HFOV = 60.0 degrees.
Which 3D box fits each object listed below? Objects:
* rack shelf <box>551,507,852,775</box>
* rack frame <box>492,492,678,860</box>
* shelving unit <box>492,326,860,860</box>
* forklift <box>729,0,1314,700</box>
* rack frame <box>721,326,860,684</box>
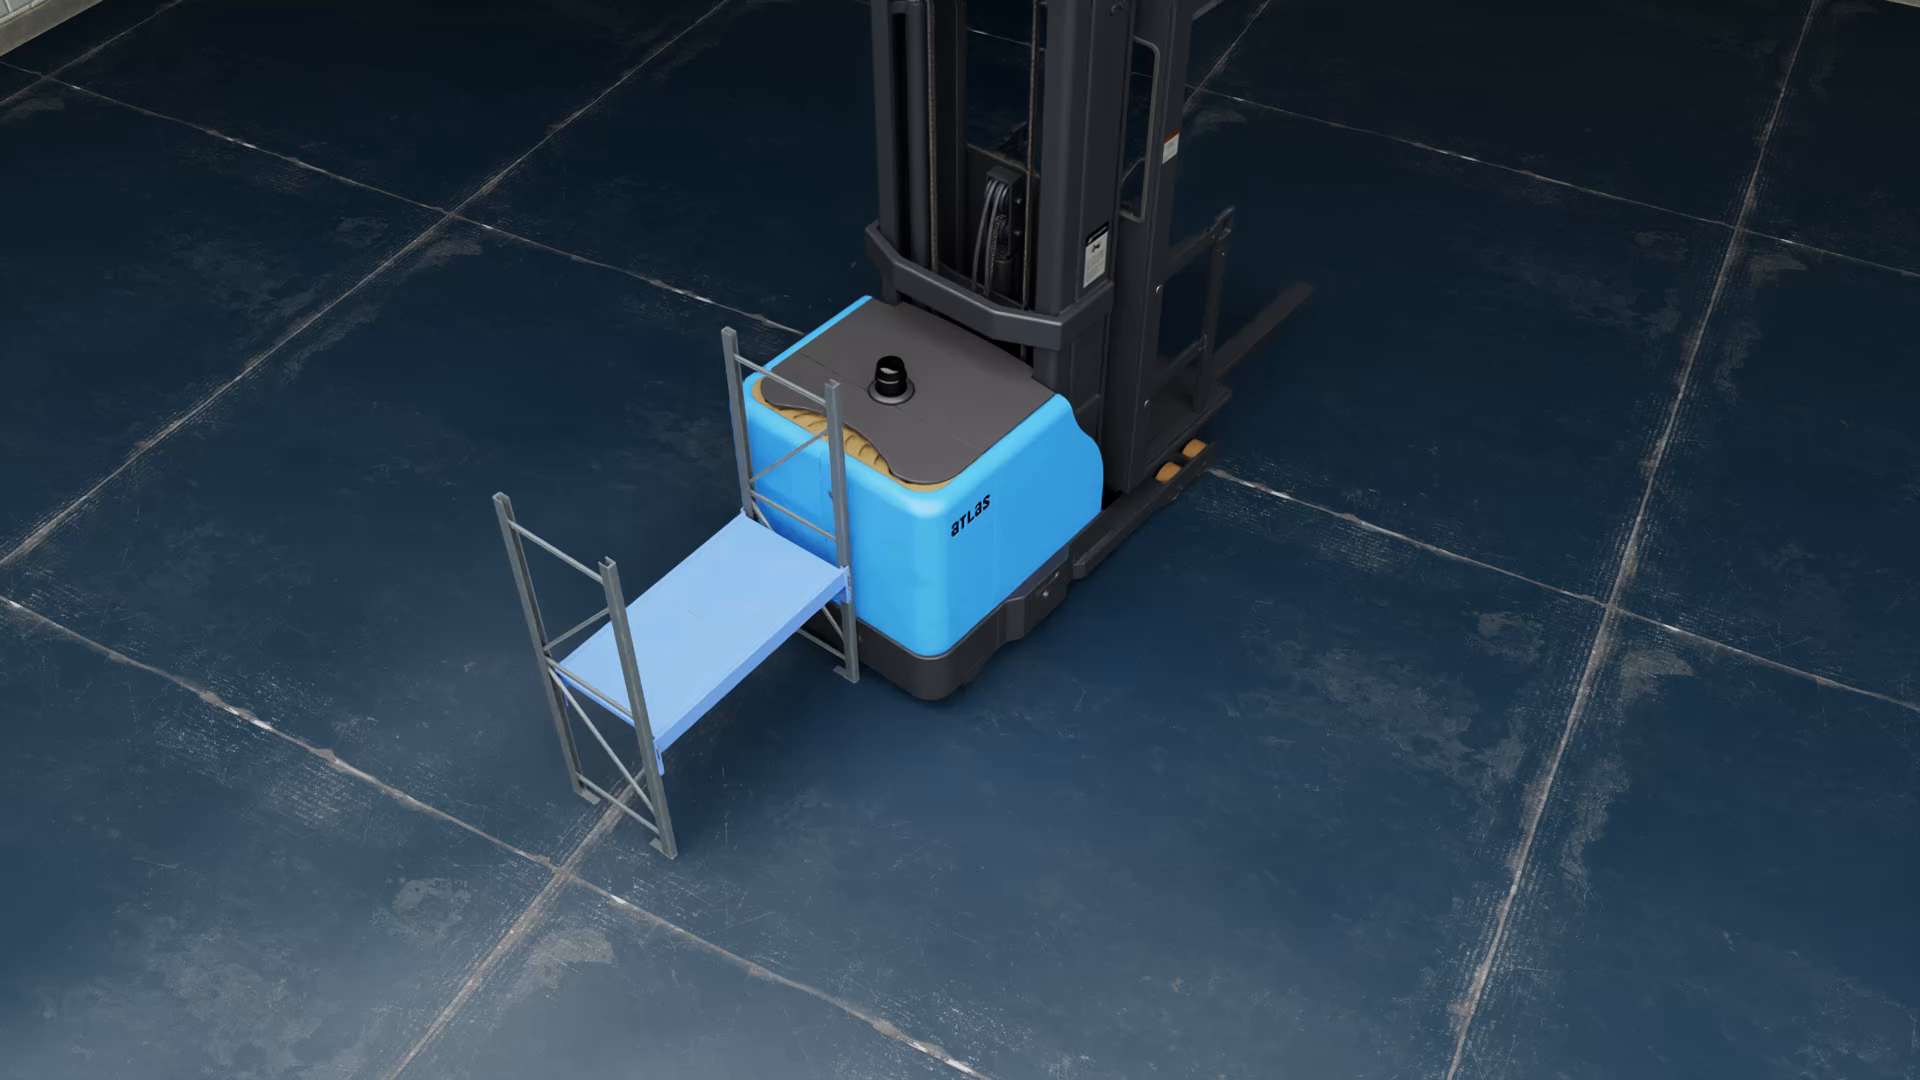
[{"bbox_3d":[-0.906,0.333,5.899,0.538,0.185,1.000,28,52,25],"label":"rack shelf"},{"bbox_3d":[-1.213,0.495,5.486,0.500,1.500,0.032,28,52,25],"label":"rack frame"},{"bbox_3d":[-0.906,0.207,5.771,0.538,1.500,1.048,28,52,25],"label":"shelving unit"},{"bbox_3d":[0.464,-1.406,6.359,1.130,2.935,3.031,30,53,27],"label":"forklift"},{"bbox_3d":[-0.600,-0.082,6.056,0.500,1.500,0.032,28,52,25],"label":"rack frame"}]
